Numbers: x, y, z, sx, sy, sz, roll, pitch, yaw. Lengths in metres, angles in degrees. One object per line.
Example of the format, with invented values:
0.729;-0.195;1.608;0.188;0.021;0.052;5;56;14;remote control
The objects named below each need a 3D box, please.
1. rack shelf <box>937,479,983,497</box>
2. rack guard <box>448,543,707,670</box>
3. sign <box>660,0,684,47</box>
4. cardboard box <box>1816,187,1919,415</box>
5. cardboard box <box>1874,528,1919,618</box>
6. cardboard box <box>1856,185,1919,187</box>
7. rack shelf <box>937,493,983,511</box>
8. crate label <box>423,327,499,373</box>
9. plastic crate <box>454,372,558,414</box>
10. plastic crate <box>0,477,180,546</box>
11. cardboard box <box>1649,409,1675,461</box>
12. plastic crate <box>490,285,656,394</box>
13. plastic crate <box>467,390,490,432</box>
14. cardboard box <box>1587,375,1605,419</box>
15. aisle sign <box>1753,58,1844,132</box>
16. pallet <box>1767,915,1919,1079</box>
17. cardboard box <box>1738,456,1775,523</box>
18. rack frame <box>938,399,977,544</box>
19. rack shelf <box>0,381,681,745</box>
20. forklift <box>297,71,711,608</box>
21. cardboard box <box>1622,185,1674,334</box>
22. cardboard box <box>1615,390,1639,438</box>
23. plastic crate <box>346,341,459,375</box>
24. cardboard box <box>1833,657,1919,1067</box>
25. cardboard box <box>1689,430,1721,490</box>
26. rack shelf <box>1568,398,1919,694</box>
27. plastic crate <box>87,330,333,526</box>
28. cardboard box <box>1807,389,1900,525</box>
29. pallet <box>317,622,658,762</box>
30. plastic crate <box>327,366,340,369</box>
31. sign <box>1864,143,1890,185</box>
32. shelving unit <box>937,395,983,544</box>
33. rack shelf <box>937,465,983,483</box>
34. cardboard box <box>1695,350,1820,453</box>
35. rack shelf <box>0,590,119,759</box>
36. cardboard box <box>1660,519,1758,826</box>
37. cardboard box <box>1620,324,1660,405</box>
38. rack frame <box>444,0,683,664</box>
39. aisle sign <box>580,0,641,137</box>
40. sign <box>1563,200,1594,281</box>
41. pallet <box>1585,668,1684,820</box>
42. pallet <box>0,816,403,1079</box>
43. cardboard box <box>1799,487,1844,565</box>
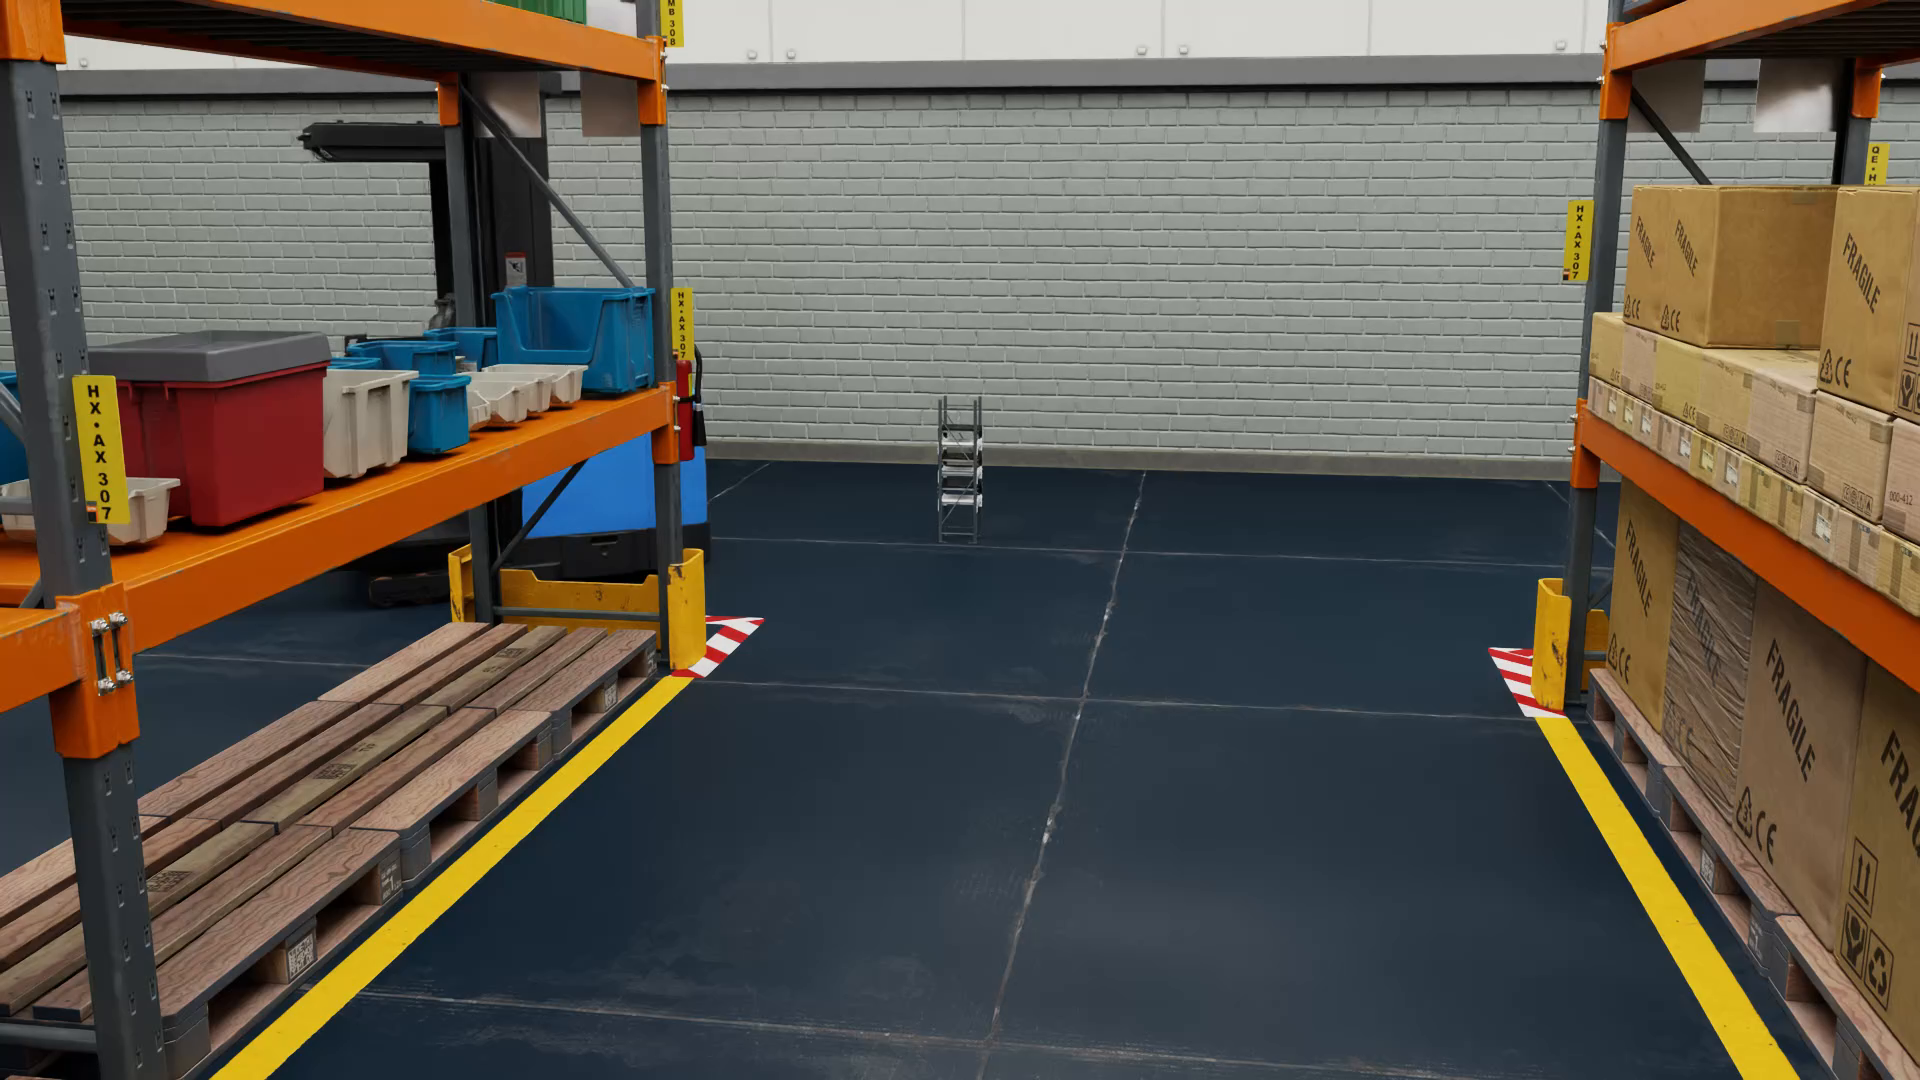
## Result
0.001;-0.321;10.432;0.258;0.077;0.200;2;12;9;rack shelf
-1.809;0.305;7.892;1.175;0.500;0.348;2;12;9;rack guard
-1.254;-2.312;7.231;0.100;0.325;0.005;2;12;9;sign
2.366;-0.566;3.868;0.500;0.500;0.500;2;12;9;cardboard box
2.241;0.077;3.614;0.380;0.149;0.250;2;12;10;cardboard box
3.279;-1.080;6.254;0.500;0.500;0.500;2;12;9;cardboard box
0.001;-0.233;10.451;0.258;0.077;0.200;2;12;9;rack shelf
-2.164;-0.818;7.426;0.416;0.233;0.303;2;12;9;crate label
-1.806;-0.577;6.532;0.396;0.136;0.243;2;12;9;plastic crate
-2.203;-0.072;4.189;0.396;0.136;0.243;2;12;9;plastic crate
2.557;-0.351;5.599;0.380;0.149;0.250;2;12;8;cardboard box
-1.667;-0.882;7.242;0.616;0.435;0.499;2;12;9;plastic crate
-1.852;-0.456;5.971;0.298;0.136;0.250;2;12;9;plastic crate
2.713;-0.565;6.592;0.380;0.149;0.250;2;12;9;cardboard box
3.401;-2.027;6.609;0.394;0.787;0.004;2;12;9;aisle sign
2.673;1.289;4.012;1.003;0.211;1.213;2;12;9;pallet
2.399;-0.137;4.607;0.380;0.149;0.250;2;12;8;cardboard box
-0.014;-0.420;10.308;0.240;0.900;0.006;2;12;9;rack frame
-2.108;-0.144;5.747;1.077;0.370;4.000;2;12;9;rack shelf
-2.997;-1.198;9.096;3.031;2.935;1.130;-5;13;-23;forklift
2.676;-0.995;5.858;0.500;0.500;0.500;2;12;7;cardboard box
2.636;-0.458;6.096;0.380;0.149;0.250;2;12;7;cardboard box
-2.265;-0.681;6.790;0.416;0.233;0.300;2;12;9;plastic crate
2.659;0.780;3.800;0.875;0.875;0.875;2;12;9;cardboard box
2.478;-0.245;5.106;0.380;0.149;0.250;2;12;7;cardboard box
2.786;0.017;5.003;1.077;0.370;4.000;2;12;9;rack shelf
-2.030;-0.317;4.551;0.402;0.464;0.583;2;12;9;plastic crate
2.364;-0.199;3.946;0.500;0.250;0.500;2;12;10;cardboard box
-1.965;0.622;7.106;1.003;0.211;1.213;2;12;9;pallet
-2.412;-0.482;5.864;0.416;0.233;0.300;2;12;9;plastic crate
3.628;-1.412;6.617;0.100;0.325;0.005;2;12;9;sign
0.001;-0.442;10.406;0.258;0.900;0.210;2;12;9;shelving unit
0.001;-0.409;10.413;0.258;0.077;0.200;2;12;9;rack shelf
2.524;-0.410;4.927;0.500;0.250;0.500;2;12;8;cardboard box
-2.723;0.689;1.884;1.077;0.370;4.000;2;12;9;rack shelf
2.934;0.407;5.529;0.875;0.875;0.875;2;12;9;cardboard box
2.680;-0.624;5.917;0.500;0.250;0.500;2;12;8;cardboard box
-1.800;-0.912;7.603;1.000;3.000;0.127;2;12;9;rack frame
-1.500;-2.188;7.355;0.394;0.787;0.004;2;12;9;aisle sign
2.546;-1.232;6.848;0.100;0.325;0.005;2;12;9;sign
3.048;0.781;6.368;1.003;0.211;1.213;2;12;9;pallet
-2.341;1.130;4.750;1.003;0.211;1.213;2;12;9;pallet
2.320;-0.030;4.110;0.380;0.149;0.250;2;12;10;cardboard box
